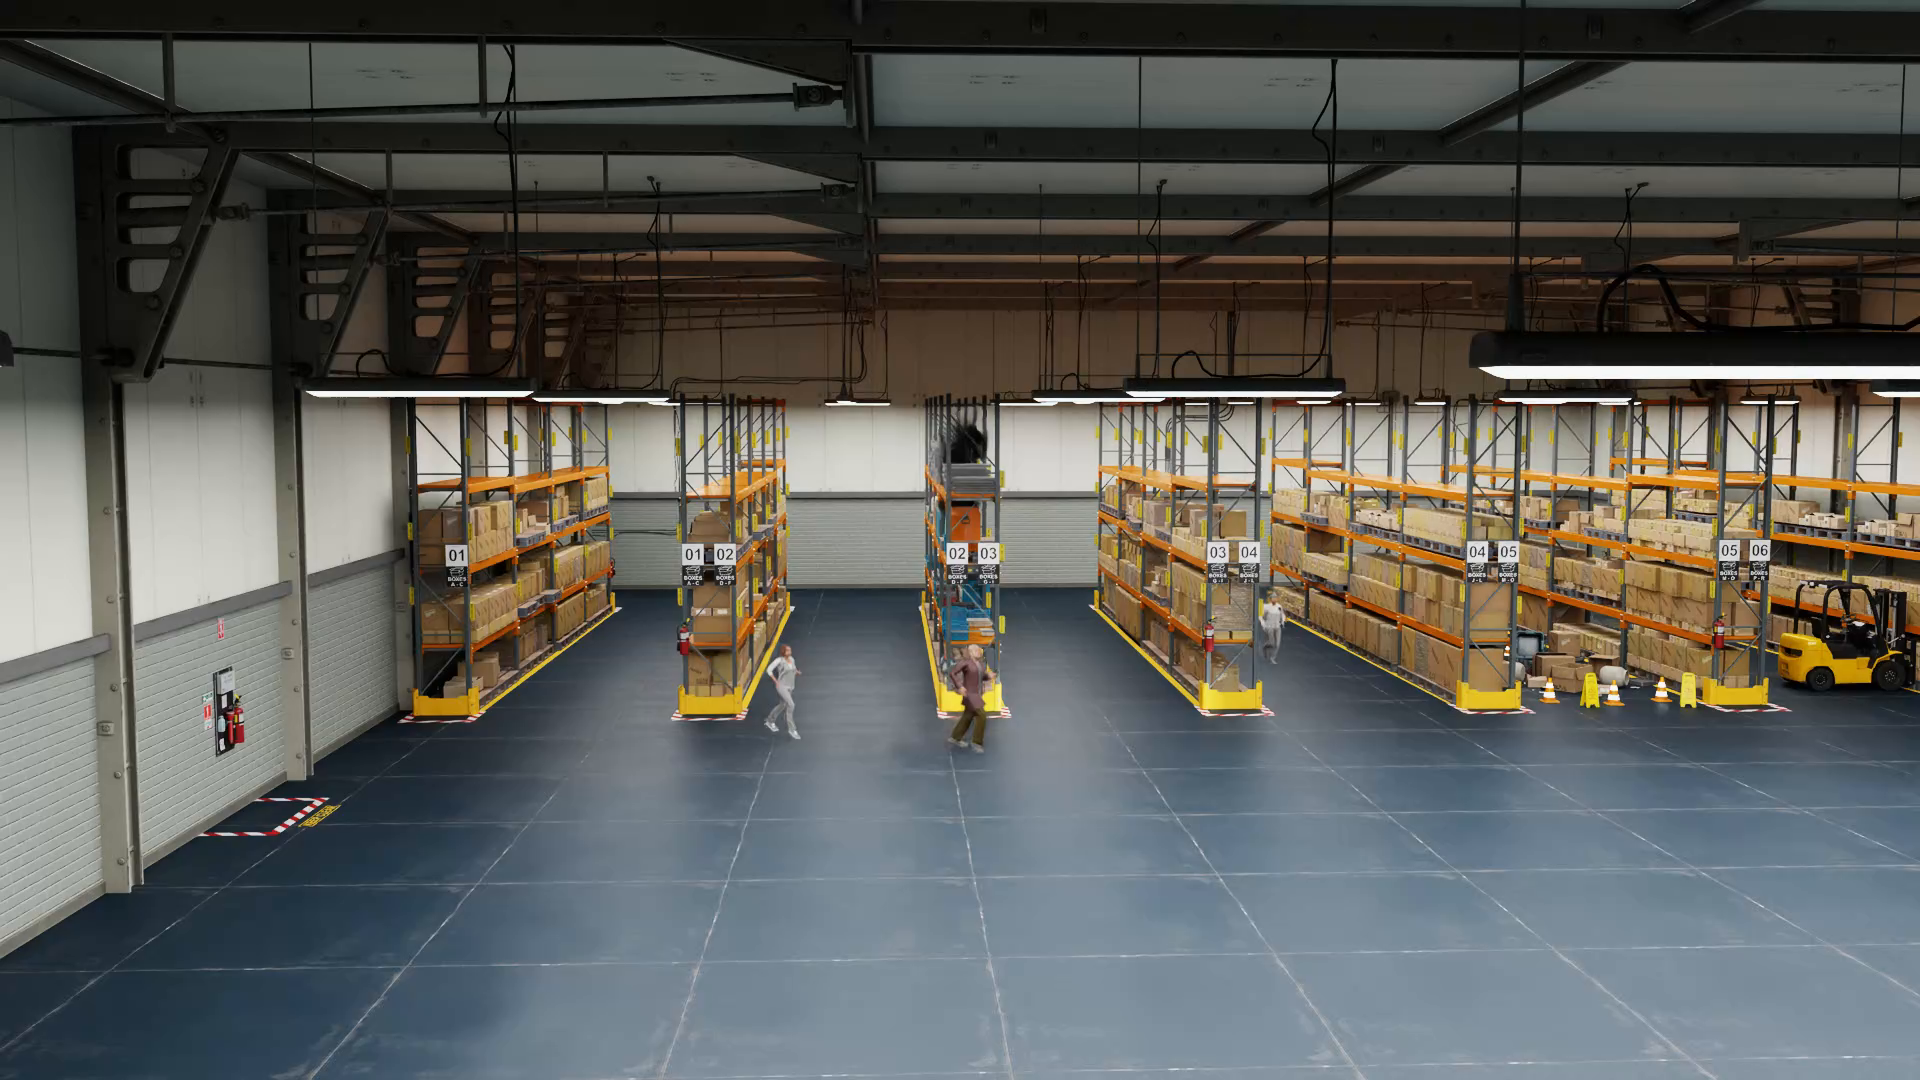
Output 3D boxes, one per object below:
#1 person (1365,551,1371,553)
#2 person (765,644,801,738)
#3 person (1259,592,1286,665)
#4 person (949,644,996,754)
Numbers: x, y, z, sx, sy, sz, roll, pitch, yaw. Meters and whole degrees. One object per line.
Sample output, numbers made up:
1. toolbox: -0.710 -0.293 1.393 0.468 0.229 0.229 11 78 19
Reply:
1. person: 11.216 1.168 45.842 0.658 1.758 1.023 -1 5 -14
2. person: -3.083 2.626 29.123 0.765 1.637 0.516 3 5 30
3. person: 7.003 1.969 37.225 0.605 1.639 0.543 -1 5 -10
4. person: 0.203 2.656 27.822 0.847 1.857 0.665 2 5 26
